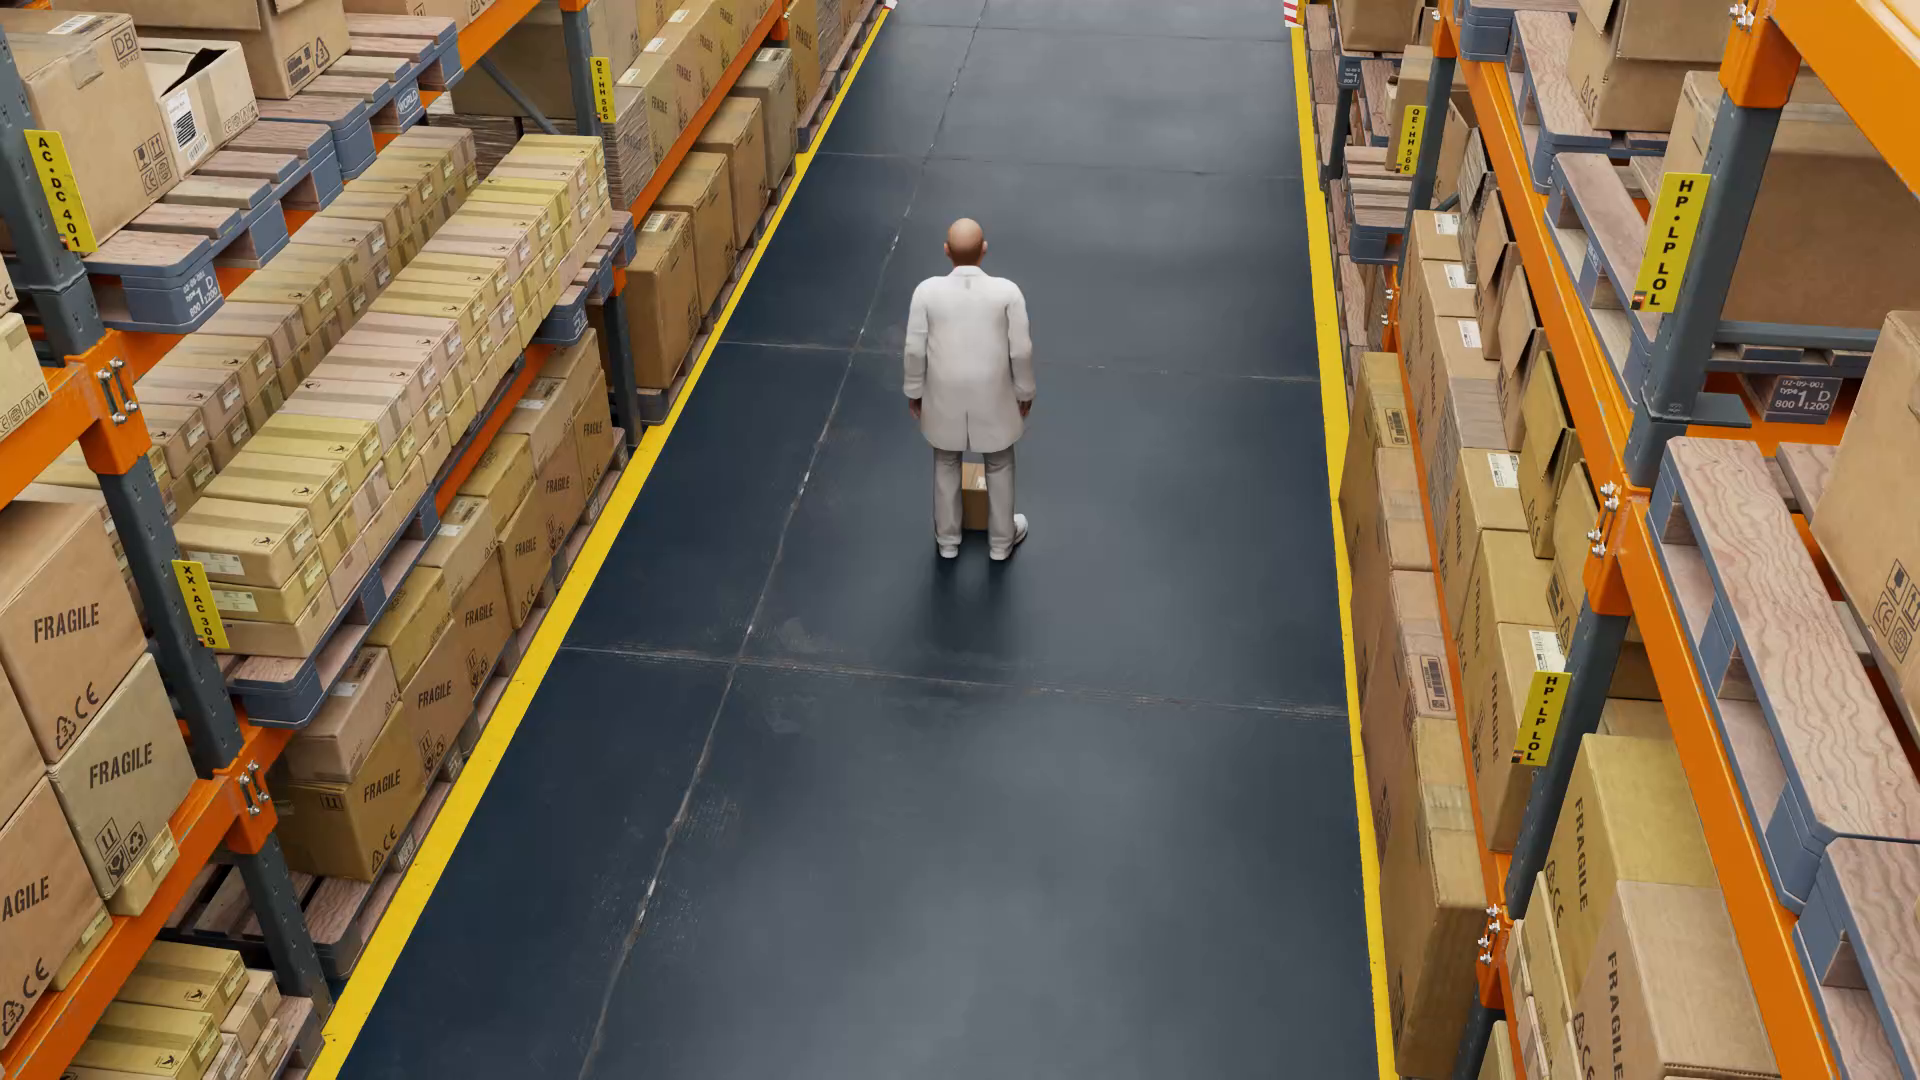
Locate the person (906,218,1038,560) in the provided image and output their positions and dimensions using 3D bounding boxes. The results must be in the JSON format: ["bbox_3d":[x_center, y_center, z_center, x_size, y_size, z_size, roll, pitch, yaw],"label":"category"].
[{"bbox_3d":[0.058,-0.705,8.038,0.640,1.773,0.426,4,36,6],"label":"person"}]
